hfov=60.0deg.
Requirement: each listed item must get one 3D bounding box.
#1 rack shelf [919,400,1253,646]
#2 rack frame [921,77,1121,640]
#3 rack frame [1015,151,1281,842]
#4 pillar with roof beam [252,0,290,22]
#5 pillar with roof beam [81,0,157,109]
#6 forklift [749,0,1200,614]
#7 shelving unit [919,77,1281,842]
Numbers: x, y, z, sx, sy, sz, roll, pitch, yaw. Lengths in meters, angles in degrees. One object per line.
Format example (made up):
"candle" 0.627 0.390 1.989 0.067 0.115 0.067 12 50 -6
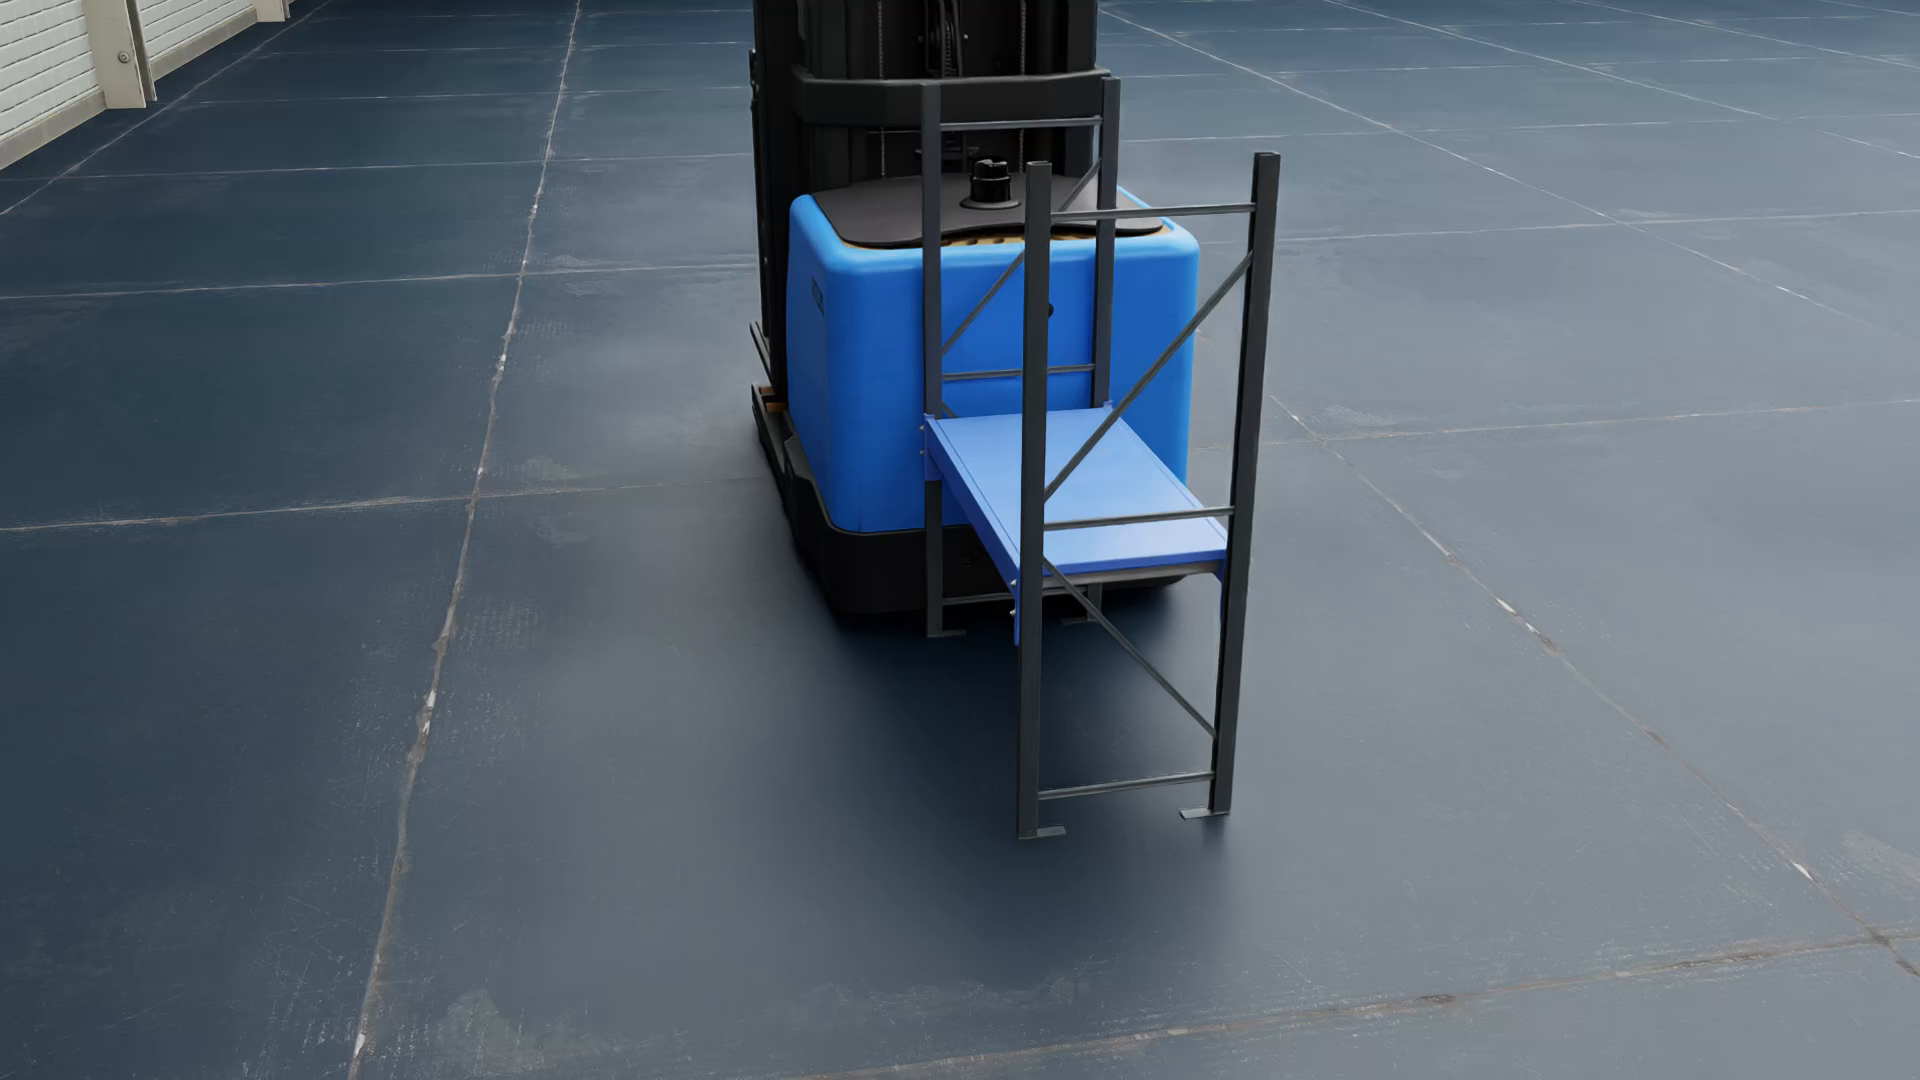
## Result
"rack shelf" 0.262 -0.075 3.997 0.538 0.185 1.000 -5 24 -11
"rack frame" 0.152 -0.438 4.380 0.500 1.500 0.032 -5 24 -11
"rack frame" 0.372 -0.041 3.470 0.500 1.500 0.032 -5 24 -11
"pillar with roof beam" -3.428 -10.240 17.453 9.100 9.000 0.400 -4 24 -10
"pillar with roof beam" -2.318 -7.880 12.049 9.100 9.000 0.400 -4 24 -10
"forklift" -0.158 -1.700 5.481 1.130 2.935 3.031 -5 24 -11
"shelving unit" 0.262 -0.240 3.925 0.538 1.500 1.048 -5 24 -11
